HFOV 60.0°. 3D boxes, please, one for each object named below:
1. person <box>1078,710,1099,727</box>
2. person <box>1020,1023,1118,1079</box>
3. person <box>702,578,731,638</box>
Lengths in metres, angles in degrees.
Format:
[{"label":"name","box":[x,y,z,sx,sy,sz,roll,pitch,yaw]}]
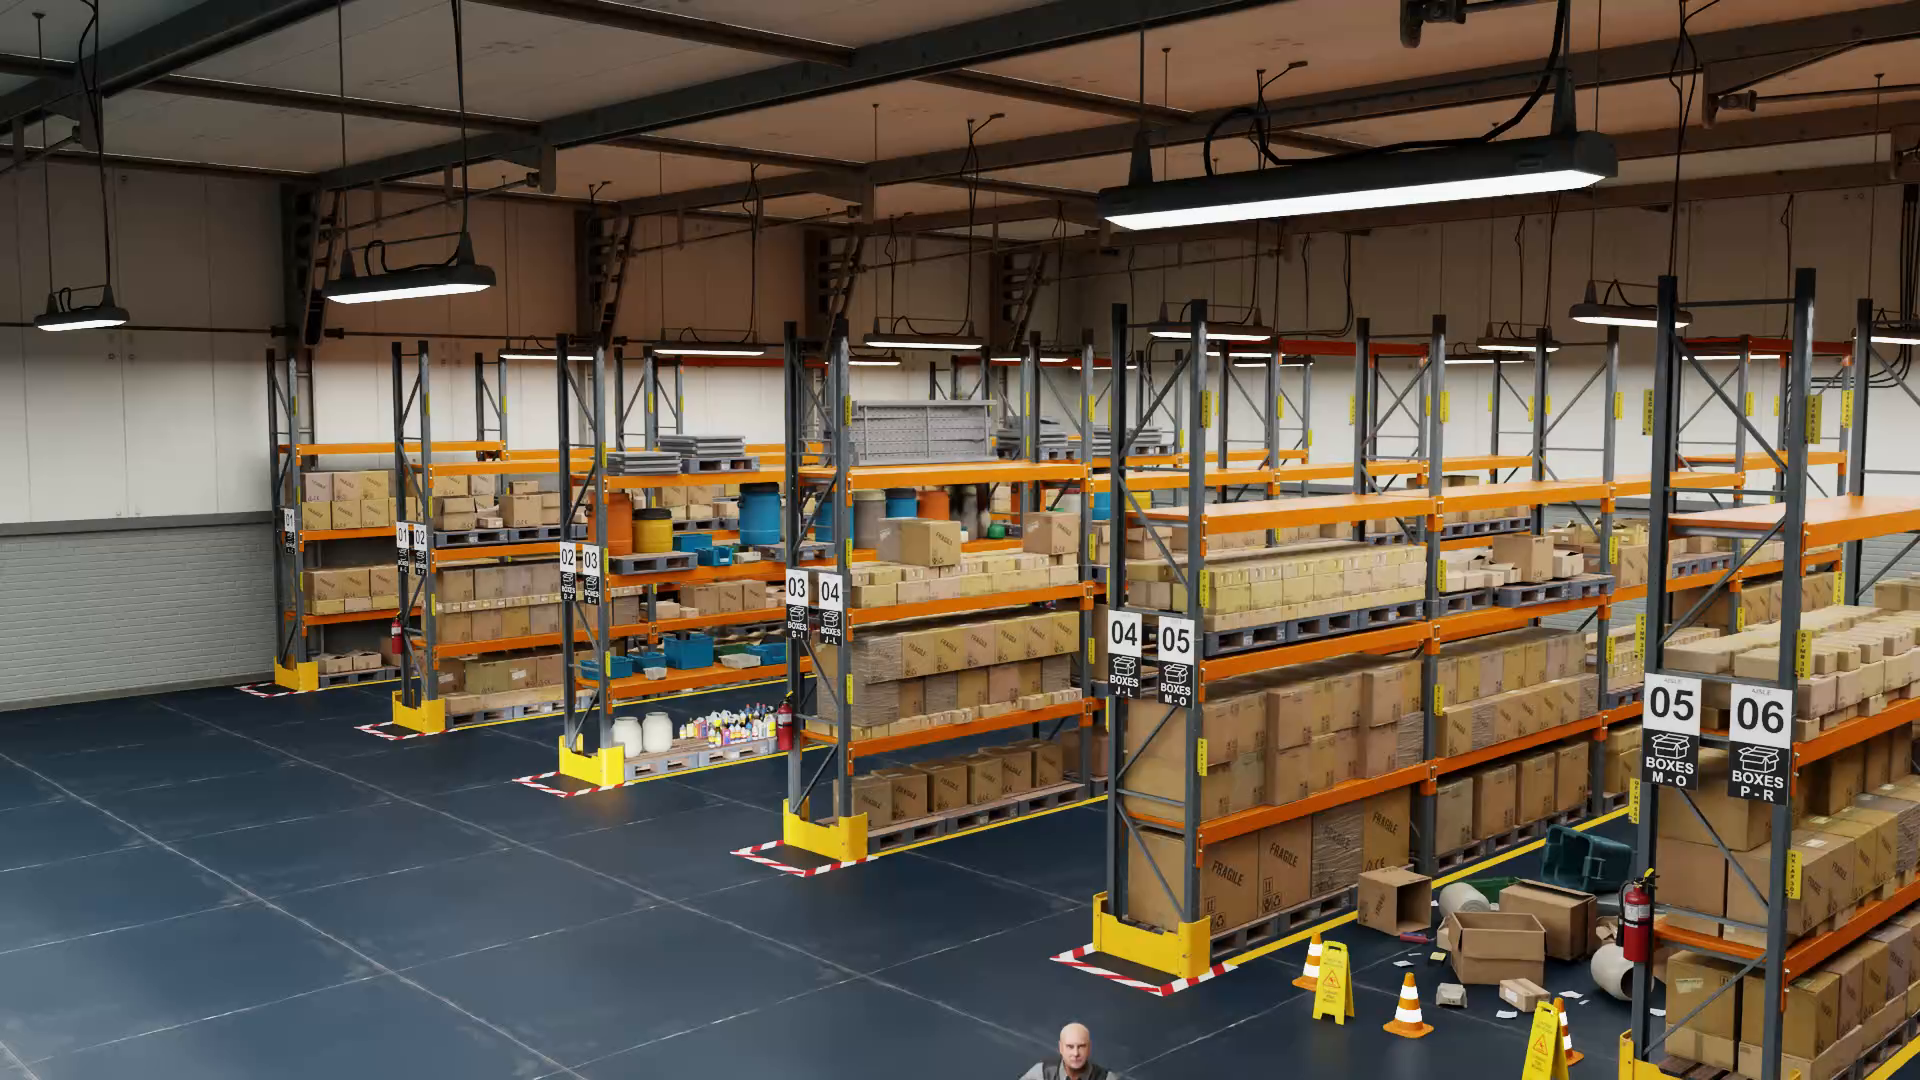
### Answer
[{"label":"person","box":[1.826,1.899,24.455,0.644,1.795,0.717,-5,7,-45]},{"label":"person","box":[0.616,3.521,9.161,0.620,1.774,0.833,0,5,-2]},{"label":"person","box":[-4.770,1.484,32.793,0.629,1.803,0.794,4,7,41]}]
